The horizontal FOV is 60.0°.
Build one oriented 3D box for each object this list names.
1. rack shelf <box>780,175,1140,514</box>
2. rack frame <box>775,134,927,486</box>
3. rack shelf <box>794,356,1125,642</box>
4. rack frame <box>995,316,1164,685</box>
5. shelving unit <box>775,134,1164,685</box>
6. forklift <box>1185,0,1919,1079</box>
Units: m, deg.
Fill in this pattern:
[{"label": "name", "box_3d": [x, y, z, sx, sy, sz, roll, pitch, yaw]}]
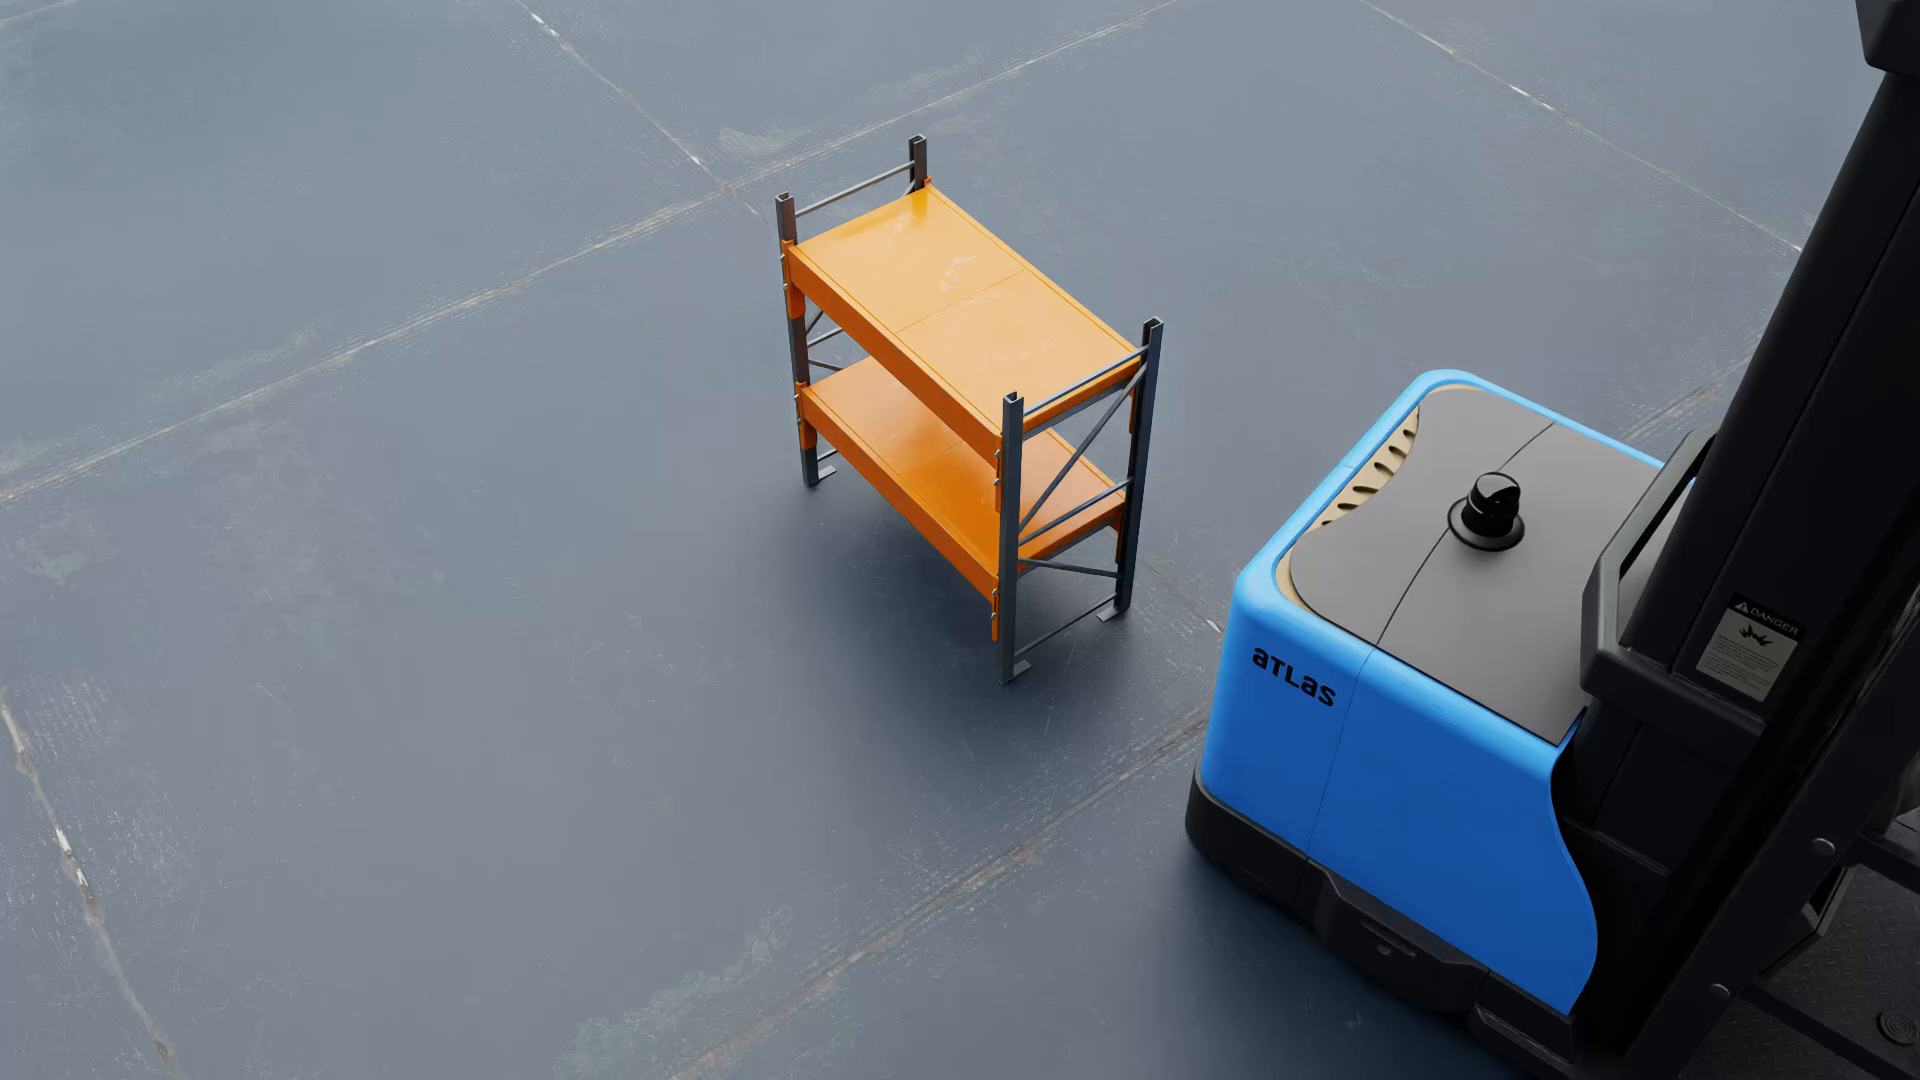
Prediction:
[{"label": "rack shelf", "box_3d": [0.004, -0.570, 4.613, 0.538, 0.278, 1.000, -29, 54, -24]}, {"label": "rack frame", "box_3d": [-0.304, -0.674, 5.101, 0.500, 1.125, 0.032, -29, 54, -24]}, {"label": "rack shelf", "box_3d": [0.004, -0.210, 5.011, 0.538, 0.278, 1.000, -29, 54, -24]}, {"label": "rack frame", "box_3d": [0.312, -0.074, 4.558, 0.500, 1.125, 0.032, -29, 54, -24]}, {"label": "shelving unit", "box_3d": [0.004, -0.374, 4.830, 0.538, 1.125, 1.048, -29, 54, -24]}, {"label": "forklift", "box_3d": [2.072, 0.236, 3.058, 3.031, 2.935, 1.130, 30, 55, 25]}]
